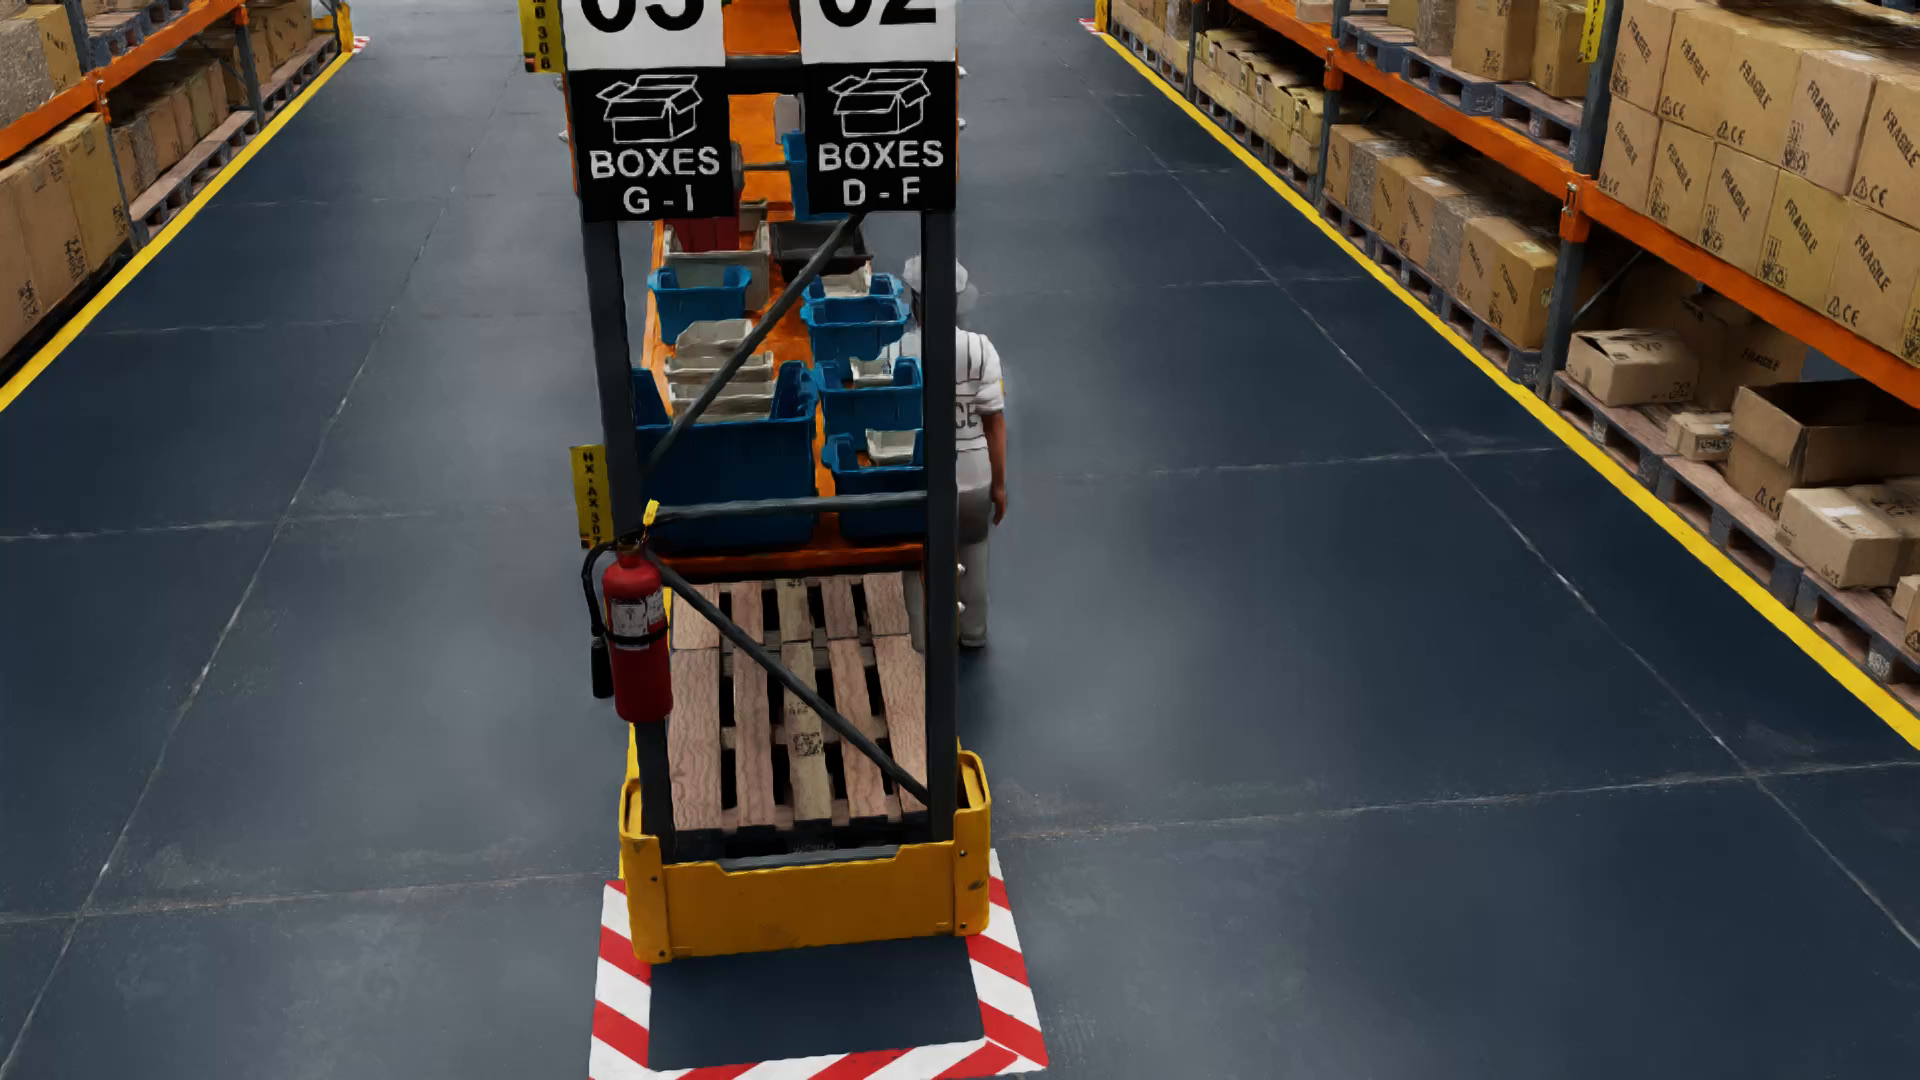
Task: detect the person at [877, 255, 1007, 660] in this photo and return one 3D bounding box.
[{"bbox_3d":[-0.108,-0.278,6.627,0.536,1.770,0.606,-4,27,-9],"label":"person"}]
